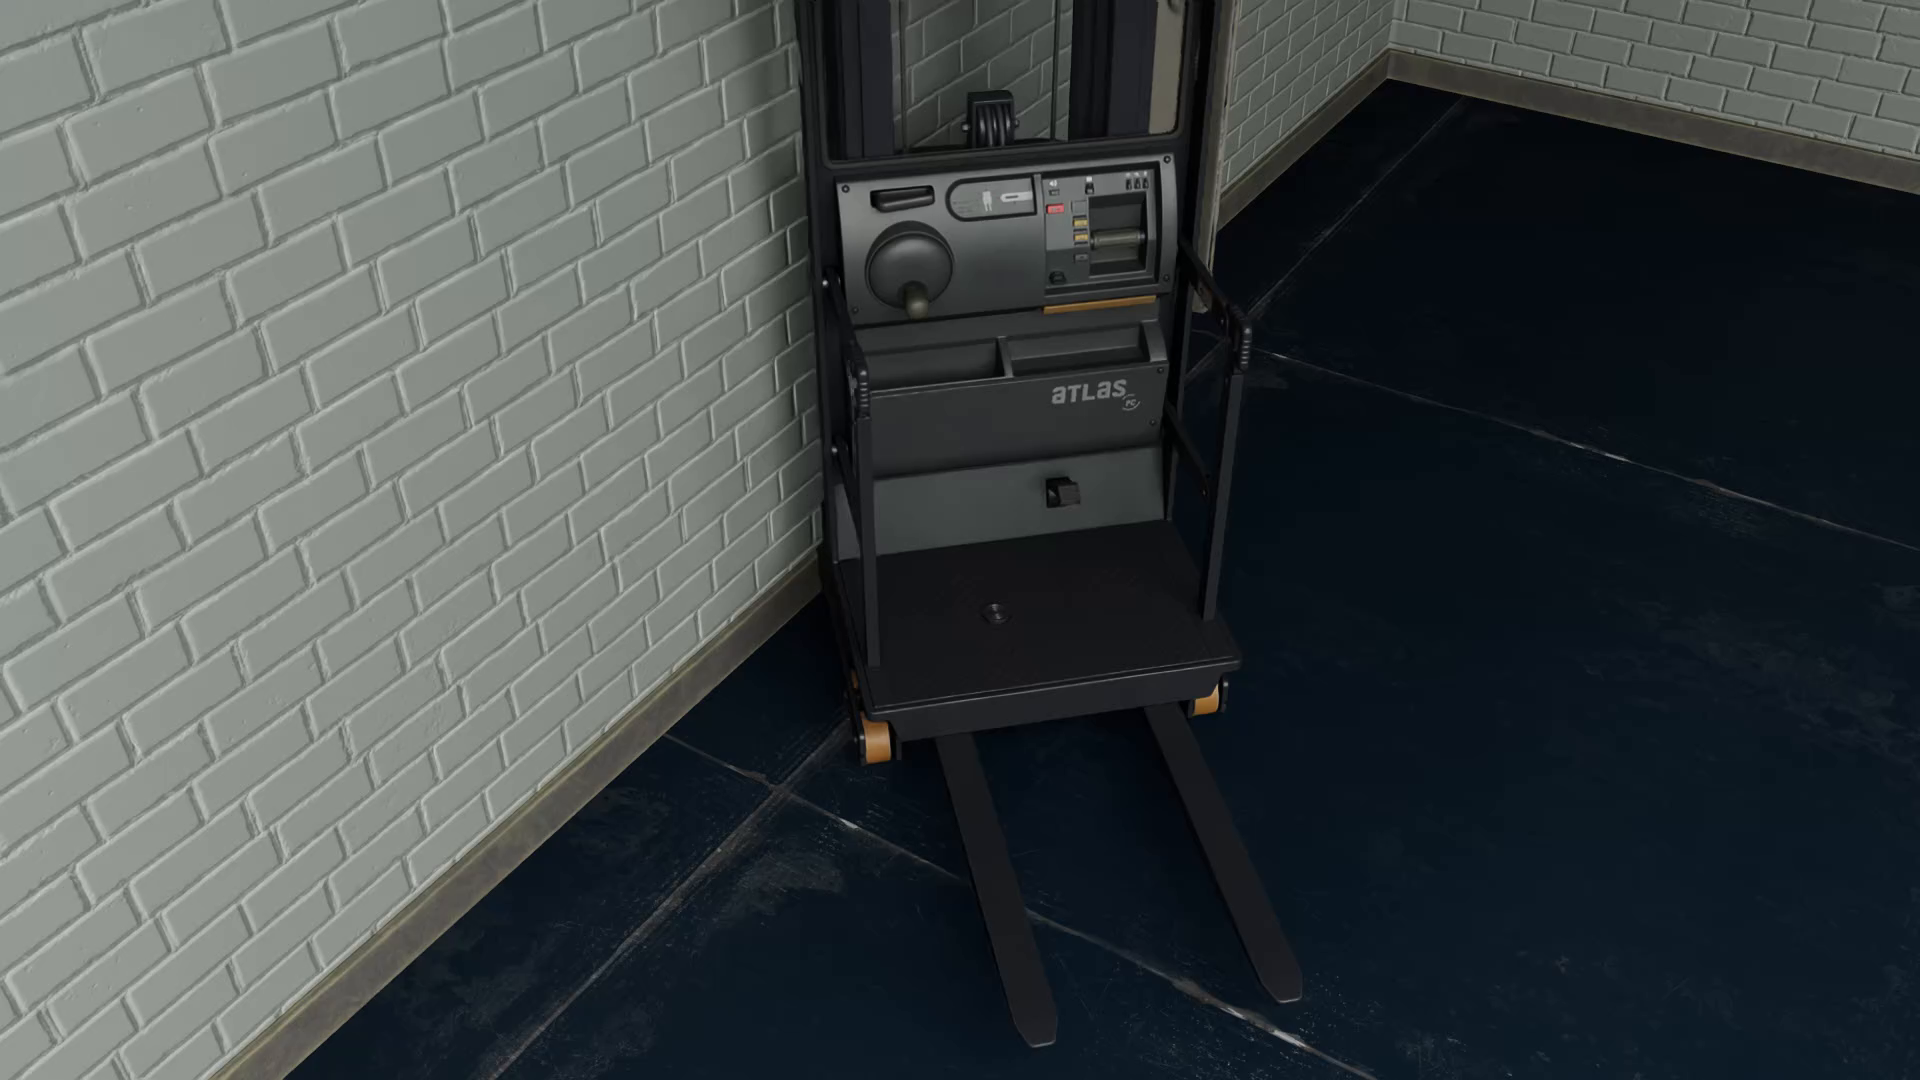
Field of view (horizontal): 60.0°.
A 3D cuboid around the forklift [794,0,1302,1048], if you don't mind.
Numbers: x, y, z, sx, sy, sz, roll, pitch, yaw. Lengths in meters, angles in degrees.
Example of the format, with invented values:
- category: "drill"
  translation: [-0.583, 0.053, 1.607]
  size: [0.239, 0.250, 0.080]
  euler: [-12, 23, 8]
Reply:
- category: "forklift"
  translation: [0.181, -0.753, 4.327]
  size: [1.130, 2.935, 3.031]
  euler: [-7, 38, -9]

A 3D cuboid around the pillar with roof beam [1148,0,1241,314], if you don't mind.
- category: "pillar with roof beam"
  translation: [4.451, -3.083, 2.378]
  size: [9.100, 9.000, 0.400]
  euler: [21, 42, 25]
